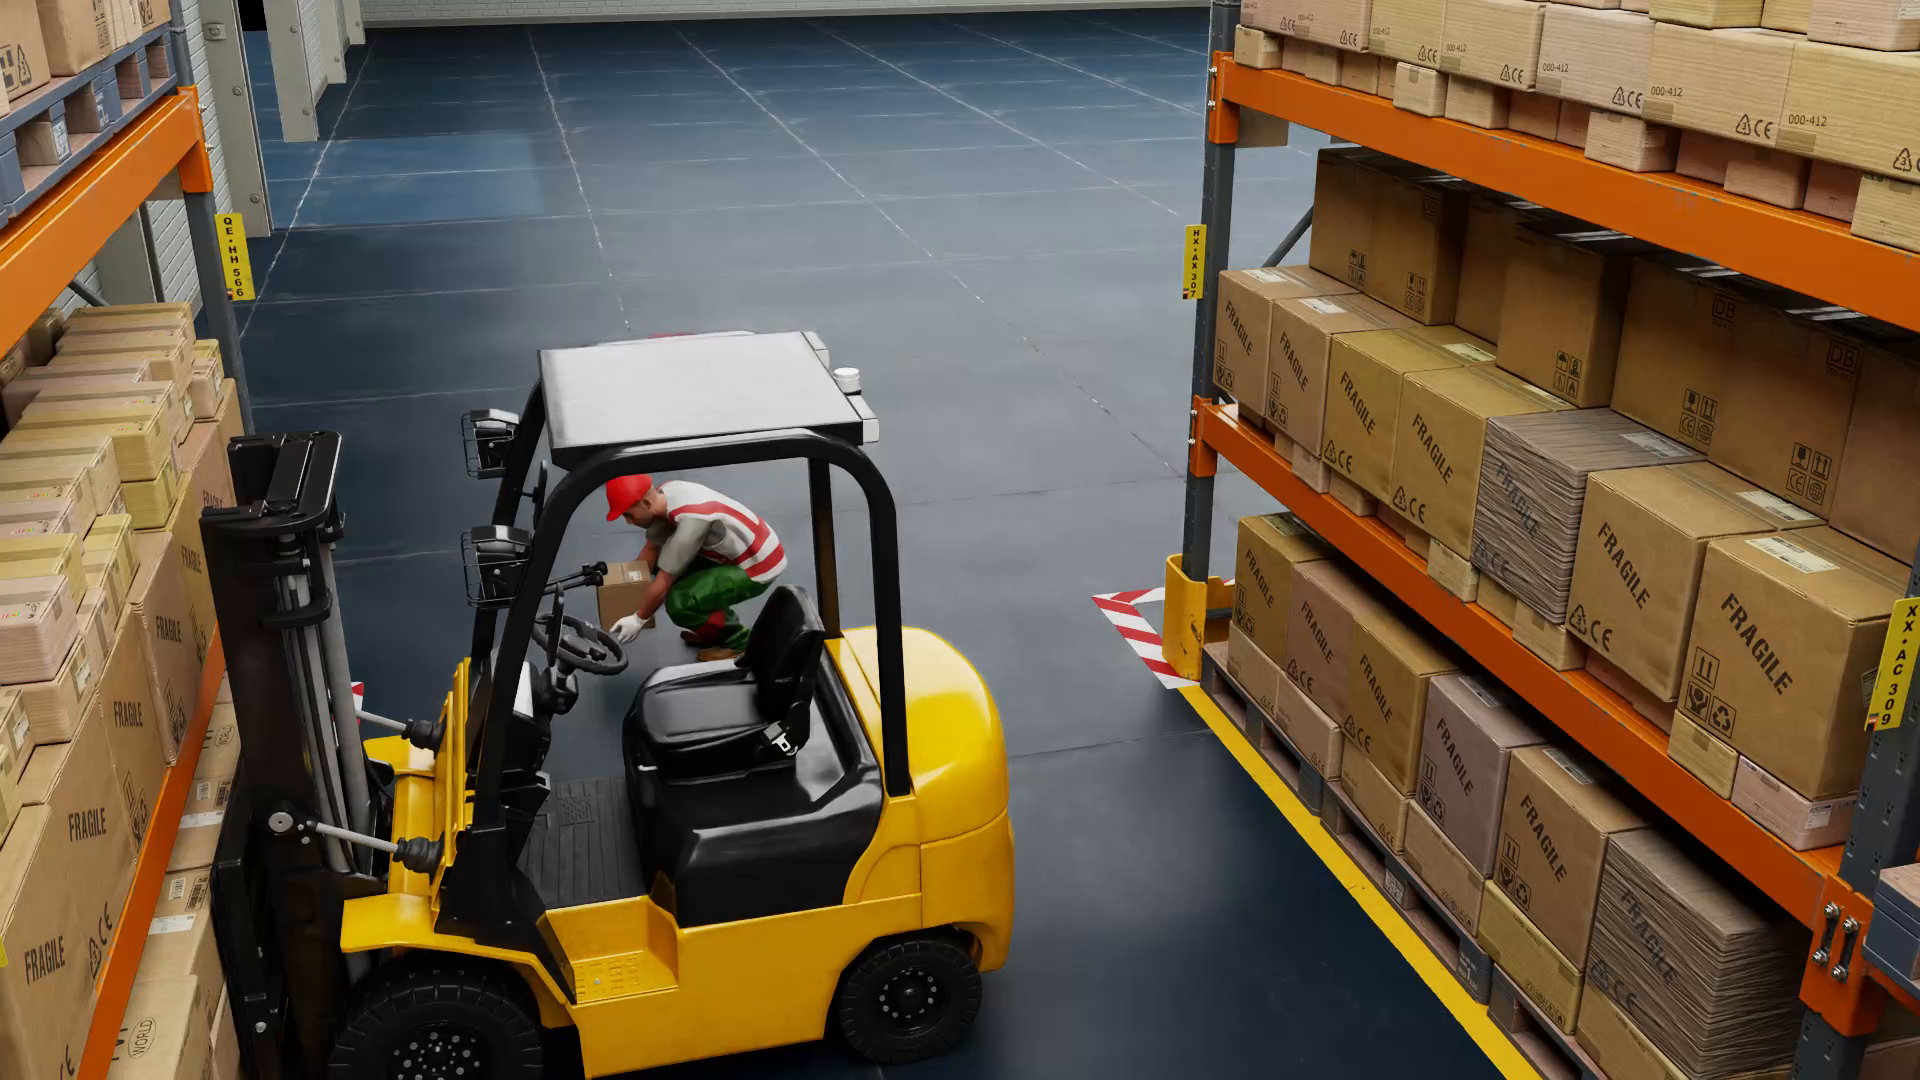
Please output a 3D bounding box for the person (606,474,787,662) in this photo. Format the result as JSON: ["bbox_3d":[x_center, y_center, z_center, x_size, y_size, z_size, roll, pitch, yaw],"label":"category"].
[{"bbox_3d":[-1.262,0.091,7.888,0.875,0.991,0.565,-6,23,-14],"label":"person"}]
